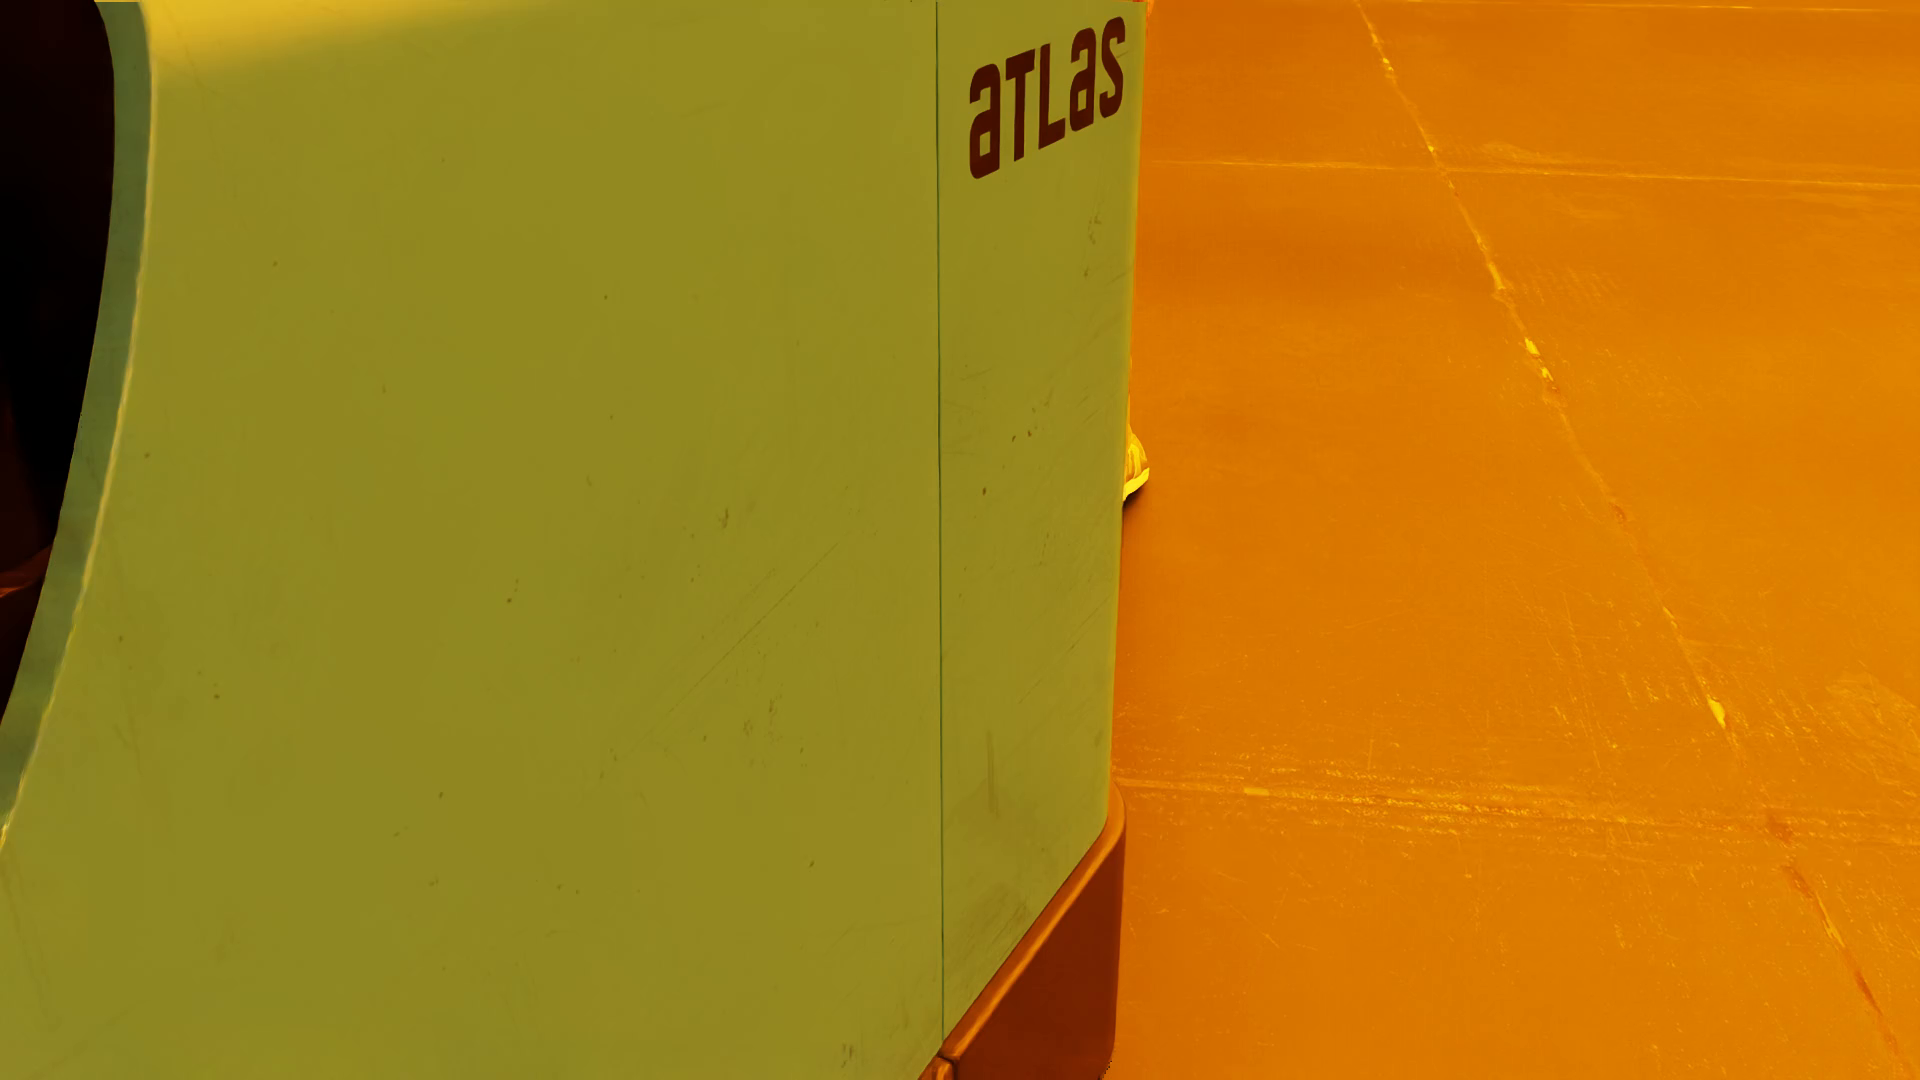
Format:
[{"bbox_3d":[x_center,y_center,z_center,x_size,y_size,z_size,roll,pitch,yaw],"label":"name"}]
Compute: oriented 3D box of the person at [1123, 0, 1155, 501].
[{"bbox_3d":[0.023,-0.753,2.205,0.521,1.599,0.473,3,27,7],"label":"person"}]
